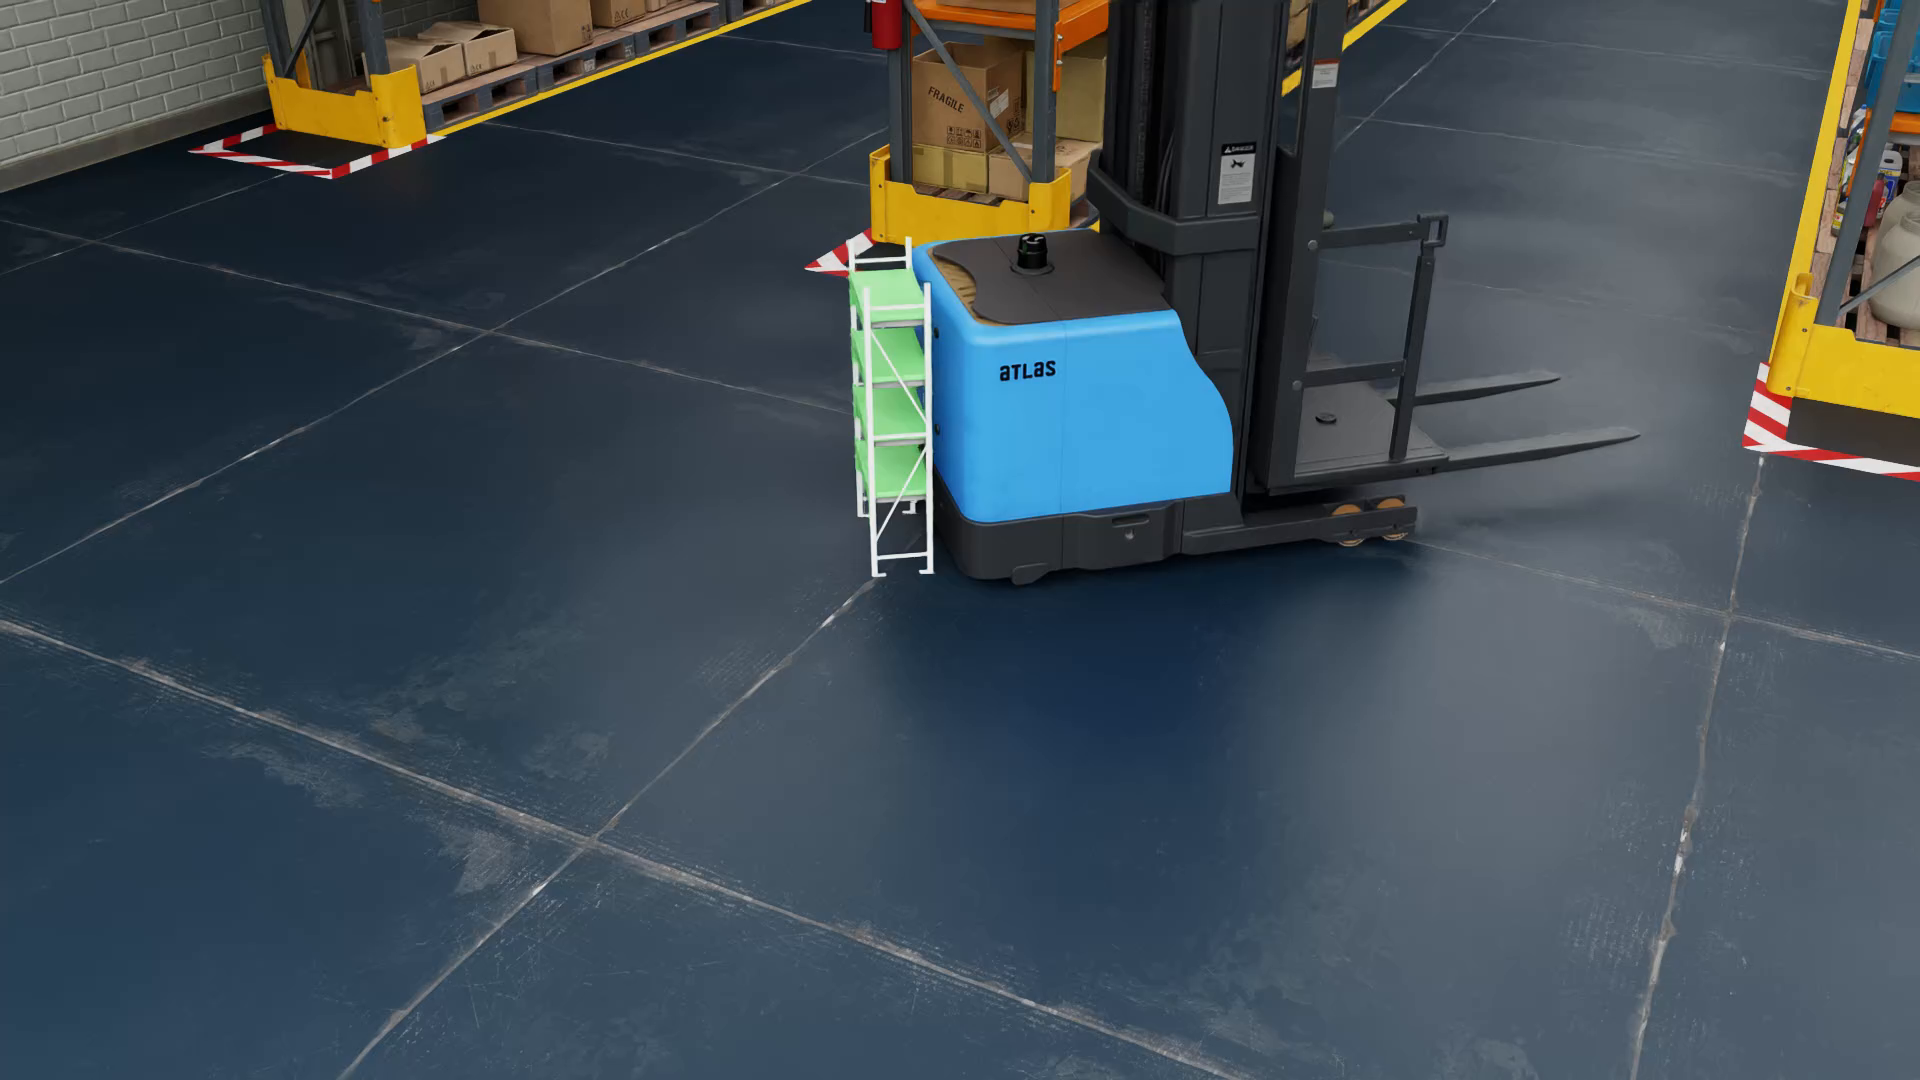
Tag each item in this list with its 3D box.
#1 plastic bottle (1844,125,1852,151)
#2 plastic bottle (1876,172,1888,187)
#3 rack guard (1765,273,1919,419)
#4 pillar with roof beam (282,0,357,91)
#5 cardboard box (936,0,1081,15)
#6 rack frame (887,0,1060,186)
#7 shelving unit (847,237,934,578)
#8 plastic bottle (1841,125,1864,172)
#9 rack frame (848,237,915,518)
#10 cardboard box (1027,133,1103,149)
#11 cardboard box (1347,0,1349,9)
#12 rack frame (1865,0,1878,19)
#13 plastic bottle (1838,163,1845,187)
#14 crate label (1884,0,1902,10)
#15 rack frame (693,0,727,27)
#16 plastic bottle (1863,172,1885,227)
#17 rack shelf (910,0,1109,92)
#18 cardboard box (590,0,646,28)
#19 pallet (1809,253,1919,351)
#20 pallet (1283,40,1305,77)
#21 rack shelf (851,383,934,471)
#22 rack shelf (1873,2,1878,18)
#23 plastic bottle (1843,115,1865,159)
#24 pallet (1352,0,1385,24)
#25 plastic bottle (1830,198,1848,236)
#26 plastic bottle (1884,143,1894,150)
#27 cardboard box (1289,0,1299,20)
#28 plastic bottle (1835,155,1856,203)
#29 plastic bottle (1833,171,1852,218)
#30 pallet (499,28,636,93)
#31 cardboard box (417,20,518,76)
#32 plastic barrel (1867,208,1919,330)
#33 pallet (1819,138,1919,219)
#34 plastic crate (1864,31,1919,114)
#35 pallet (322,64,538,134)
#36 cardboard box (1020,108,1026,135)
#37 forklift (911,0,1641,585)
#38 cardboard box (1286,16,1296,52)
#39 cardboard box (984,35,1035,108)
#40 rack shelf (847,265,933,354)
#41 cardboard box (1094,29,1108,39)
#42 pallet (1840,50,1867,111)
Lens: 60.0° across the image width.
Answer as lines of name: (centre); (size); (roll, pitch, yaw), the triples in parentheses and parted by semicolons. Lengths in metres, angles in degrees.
plastic bottle: (5.710, -2.573, 10.587); (0.097, 0.201, 0.097); (0, 30, 0)
plastic bottle: (5.318, -2.034, 9.647); (0.097, 0.201, 0.097); (0, 30, 0)
rack guard: (4.462, -0.870, 7.762); (1.175, 0.500, 0.348); (14, 33, 23)
pillar with roof beam: (-0.969, -6.288, 8.664); (9.100, 9.000, 0.400); (14, 33, 23)
cardboard box: (0.286, -3.282, 9.353); (0.700, 0.500, 0.500); (14, 33, 23)
rack frame: (0.062, -3.035, 9.022); (1.000, 3.000, 0.127); (14, 33, 23)
shelving unit: (-0.266, -0.507, 6.427); (0.258, 1.200, 0.503); (-5, 30, -8)
plastic bottle: (5.469, -2.377, 10.096); (0.144, 0.351, 0.185); (13, 32, 21)
rack frame: (-0.306, -0.626, 6.636); (0.240, 1.200, 0.015); (-5, 30, -8)
cardboard box: (0.729, -2.434, 10.316); (0.500, 0.250, 0.500); (14, 33, 23)
cardboard box: (2.988, -4.602, 14.091); (0.500, 0.250, 0.500); (15, 33, 24)
rack frame: (8.114, -5.456, 13.239); (1.000, 3.000, 0.127); (14, 33, 23)
plastic bottle: (5.319, -2.192, 9.924); (0.097, 0.201, 0.097); (0, 30, 0)
crate label: (5.067, -2.802, 8.582); (0.502, 0.435, 0.616); (14, 33, 23)
rack frame: (-2.528, -5.930, 14.064); (1.000, 3.000, 0.127); (14, 33, 23)
plastic bottle: (5.150, -1.917, 9.363); (0.061, 0.283, 0.133); (14, 33, 23)
rack shelf: (0.973, -3.609, 10.745); (1.077, 0.370, 4.000); (14, 33, 23)
cardboard box: (-2.965, -4.568, 13.760); (0.500, 0.500, 0.500); (12, 32, 20)
pallet: (4.837, -1.103, 8.459); (1.003, 0.211, 1.213); (14, 33, 23)
pallet: (2.185, -3.934, 13.389); (1.003, 0.211, 1.213); (14, 33, 23)
rack shelf: (-0.266, -0.451, 6.459); (0.258, 0.148, 0.480); (-5, 30, -8)
rack shelf: (7.203, -4.257, 11.874); (1.077, 0.370, 4.000); (14, 33, 23)
plastic bottle: (5.633, -2.501, 10.386); (0.152, 0.276, 0.135); (16, 33, 25)
pallet: (3.296, -5.016, 15.272); (1.003, 0.211, 1.213); (14, 33, 23)
plastic bottle: (4.916, -1.800, 9.241); (0.097, 0.201, 0.097); (0, 30, 0)
plastic bottle: (5.596, -2.335, 10.102); (0.097, 0.271, 0.097); (0, 30, 0)
cardboard box: (2.294, -4.168, 12.771); (0.500, 0.311, 0.500); (14, 33, 23)
plastic bottle: (5.190, -2.106, 9.624); (0.144, 0.351, 0.185); (16, 33, 25)
plastic bottle: (5.055, -1.938, 9.406); (0.152, 0.276, 0.135); (15, 33, 24)
pallet: (-3.357, -3.872, 13.281); (1.003, 0.211, 1.213); (14, 33, 23)
cardboard box: (-3.695, -3.721, 12.475); (0.500, 0.311, 0.500); (17, 34, 27)
plastic barrel: (4.701, -1.322, 8.116); (0.421, 0.512, 0.421); (0, 30, 0)
pallet: (5.949, -2.185, 10.343); (1.003, 0.211, 1.213); (14, 33, 23)
plastic crate: (4.431, -2.135, 7.604); (0.499, 0.251, 0.616); (14, 33, 23)
pallet: (-3.914, -3.333, 12.343); (1.003, 0.211, 1.213); (14, 33, 23)
cardboard box: (0.260, -2.554, 10.524); (0.500, 0.250, 0.500); (14, 33, 23)
forklift: (1.353, -1.491, 6.403); (3.031, 2.935, 1.130); (-8, 31, -13)
cardboard box: (2.288, -3.920, 12.904); (0.500, 0.250, 0.500); (13, 33, 22)
cardboard box: (0.484, -3.101, 10.725); (0.500, 0.500, 0.500); (14, 33, 23)
rack shelf: (-0.266, -0.867, 6.220); (0.258, 0.148, 0.480); (-5, 30, -8)
cardboard box: (0.946, -2.983, 10.520); (0.500, 0.500, 0.500); (14, 33, 23)
pallet: (7.170, -3.373, 12.412); (1.003, 0.211, 1.213); (14, 33, 23)
